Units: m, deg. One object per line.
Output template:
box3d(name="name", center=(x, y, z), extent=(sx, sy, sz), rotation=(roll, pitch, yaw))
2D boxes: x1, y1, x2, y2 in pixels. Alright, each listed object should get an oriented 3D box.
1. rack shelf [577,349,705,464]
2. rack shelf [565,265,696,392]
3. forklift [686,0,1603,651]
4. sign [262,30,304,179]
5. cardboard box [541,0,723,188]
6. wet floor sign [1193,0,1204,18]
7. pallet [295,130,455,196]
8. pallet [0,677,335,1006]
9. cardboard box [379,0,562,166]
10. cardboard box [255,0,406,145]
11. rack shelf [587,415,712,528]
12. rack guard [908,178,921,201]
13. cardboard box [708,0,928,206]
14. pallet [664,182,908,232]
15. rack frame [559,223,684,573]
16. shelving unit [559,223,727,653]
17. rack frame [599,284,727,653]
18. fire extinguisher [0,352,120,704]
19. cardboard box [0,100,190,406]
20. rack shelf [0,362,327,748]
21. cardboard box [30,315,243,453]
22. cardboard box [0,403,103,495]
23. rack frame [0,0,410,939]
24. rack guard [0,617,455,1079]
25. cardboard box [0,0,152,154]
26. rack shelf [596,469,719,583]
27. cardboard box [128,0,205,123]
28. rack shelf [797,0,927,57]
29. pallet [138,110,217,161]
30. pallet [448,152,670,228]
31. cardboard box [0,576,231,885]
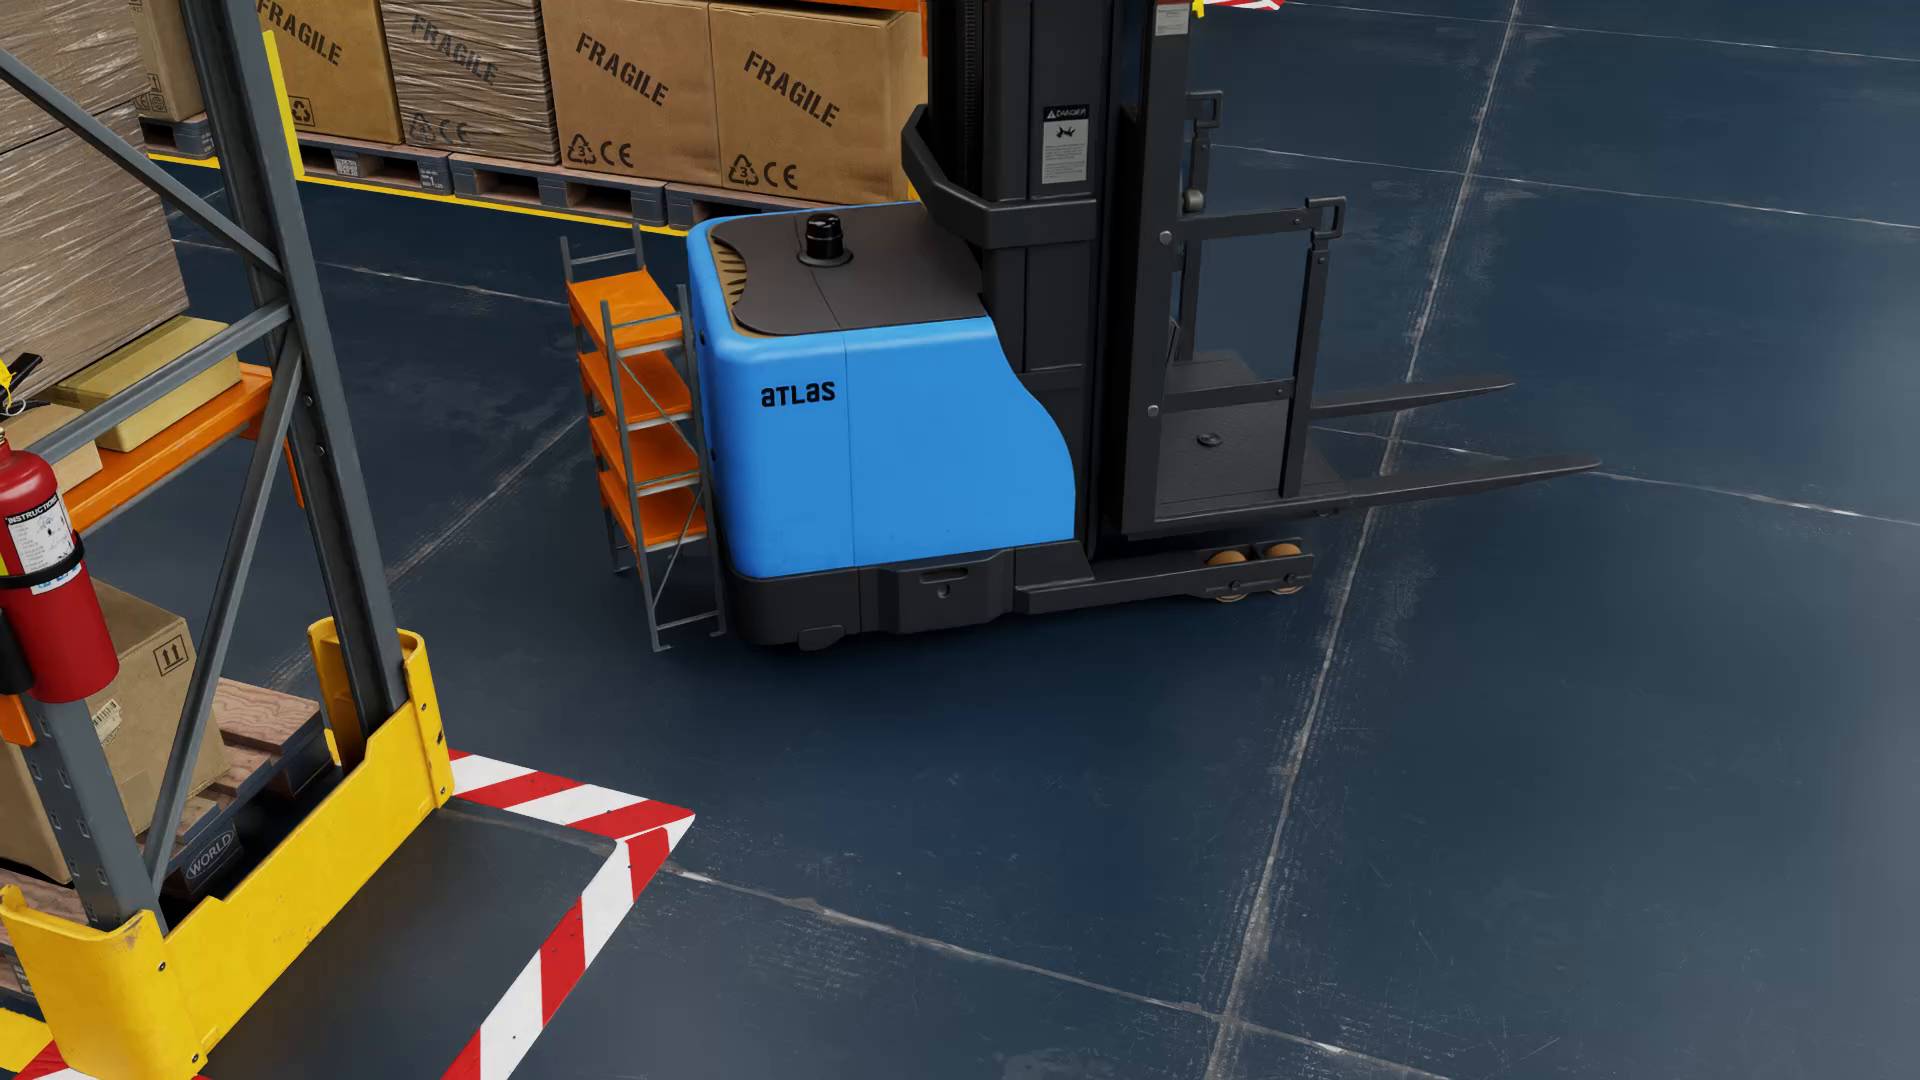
box3d(name="rack shelf", center=(-0.967, -0.432, 5.019), extent=(0.258, 0.148, 0.480), rotation=(-15, 36, -20))
box3d(name="rack shelf", center=(-0.972, -0.629, 4.889), extent=(0.258, 0.148, 0.480), rotation=(-15, 36, -20))
box3d(name="forklift", center=(0.678, -1.299, 5.060), extent=(3.031, 2.935, 1.130), rotation=(-7, 34, -11))
box3d(name="sign", center=(-1.505, -0.941, 3.643), extent=(0.005, 0.325, 0.100), rotation=(11, 34, 16))
box3d(name="cardboard box", center=(-1.409, -2.348, 8.193), extent=(0.875, 0.875, 0.875), rotation=(10, 34, 16))
box3d(name="wet floor sign", center=(1.473, -3.790, 11.025), extent=(0.232, 0.644, 0.267), rotation=(24, 40, 32))
box3d(name="pallet", center=(-2.995, -2.195, 8.956), extent=(1.213, 0.211, 1.003), rotation=(11, 34, 16))
box3d(name="pallet", center=(-2.512, 0.691, 4.485), extent=(1.213, 0.211, 1.003), rotation=(11, 34, 16))
box3d(name="cardboard box", center=(-2.267, -2.516, 8.453), extent=(0.875, 0.875, 0.875), rotation=(11, 35, 17))
box3d(name="cardboard box", center=(-3.116, -2.679, 8.706), extent=(0.875, 0.875, 0.875), rotation=(12, 35, 17))
box3d(name="rack shelf", center=(-0.963, -0.245, 5.142), extent=(0.258, 0.148, 0.480), rotation=(-15, 36, -20))
box3d(name="rack guard", center=(0.103, -1.760, 8.014), extent=(0.348, 0.500, 1.175), rotation=(11, 34, 16))
box3d(name="cardboard box", center=(-0.580, -2.188, 7.945), extent=(0.875, 0.875, 0.875), rotation=(11, 35, 17))
box3d(name="pallet", center=(-0.698, -1.749, 8.264), extent=(1.213, 0.211, 1.003), rotation=(11, 34, 16))
box3d(name="rack frame", center=(-1.064, -0.422, 5.291), extent=(0.240, 1.200, 0.015), rotation=(-15, 36, -20))
box3d(name="shelving unit", center=(-0.964, -0.301, 5.105), extent=(0.258, 1.200, 0.503), rotation=(-15, 36, -20))
box3d(name="rack frame", center=(-0.863, -0.180, 4.918), extent=(0.240, 1.200, 0.015), rotation=(-15, 36, -20))
box3d(name="fire extinguisher", center=(-1.736, -0.011, 3.073), extent=(0.183, 0.674, 0.296), rotation=(11, 34, 16))
box3d(name="cardboard box", center=(-2.196, -0.582, 3.519), extent=(0.500, 0.500, 0.875), rotation=(11, 34, 16))
box3d(name="rack shelf", center=(-3.571, -0.364, 4.211), extent=(4.000, 0.370, 1.077), rotation=(11, 34, 16))
box3d(name="cardboard box", center=(-1.876, -0.368, 3.787), extent=(0.250, 0.149, 0.380), rotation=(11, 34, 16))
box3d(name="cardboard box", center=(-2.026, -0.141, 3.435), extent=(0.250, 0.149, 0.380), rotation=(11, 34, 16))
box3d(name="rack frame", center=(-1.688, -0.300, 3.449), extent=(0.127, 3.000, 1.000), rotation=(11, 34, 16))
box3d(name="rack guard", center=(-1.759, 0.736, 4.149), extent=(0.348, 0.500, 1.175), rotation=(11, 34, 16))
box3d(name="cardboard box", center=(-2.114, -1.127, 3.442), extent=(0.500, 0.500, 0.500), rotation=(11, 34, 16))
box3d(name="rack shelf", center=(-0.959, -0.079, 5.251), extent=(0.258, 0.148, 0.480), rotation=(-15, 36, -20))
box3d(name="cardboard box", center=(-4.300, -2.845, 9.078), extent=(0.750, 0.750, 1.050), rotation=(11, 34, 16))
box3d(name="rack shelf", center=(-1.802, -2.878, 8.105), extent=(4.000, 0.370, 1.077), rotation=(11, 34, 16))
box3d(name="pallet", center=(-4.437, -2.477, 9.392), extent=(1.213, 0.211, 1.003), rotation=(11, 34, 16))
box3d(name="pallet", center=(-1.843, -1.973, 8.611), extent=(1.213, 0.211, 1.003), rotation=(11, 34, 16))
box3d(name="cardboard box", center=(-2.270, 0.451, 4.203), extent=(0.500, 0.500, 0.500), rotation=(18, 37, 25))
